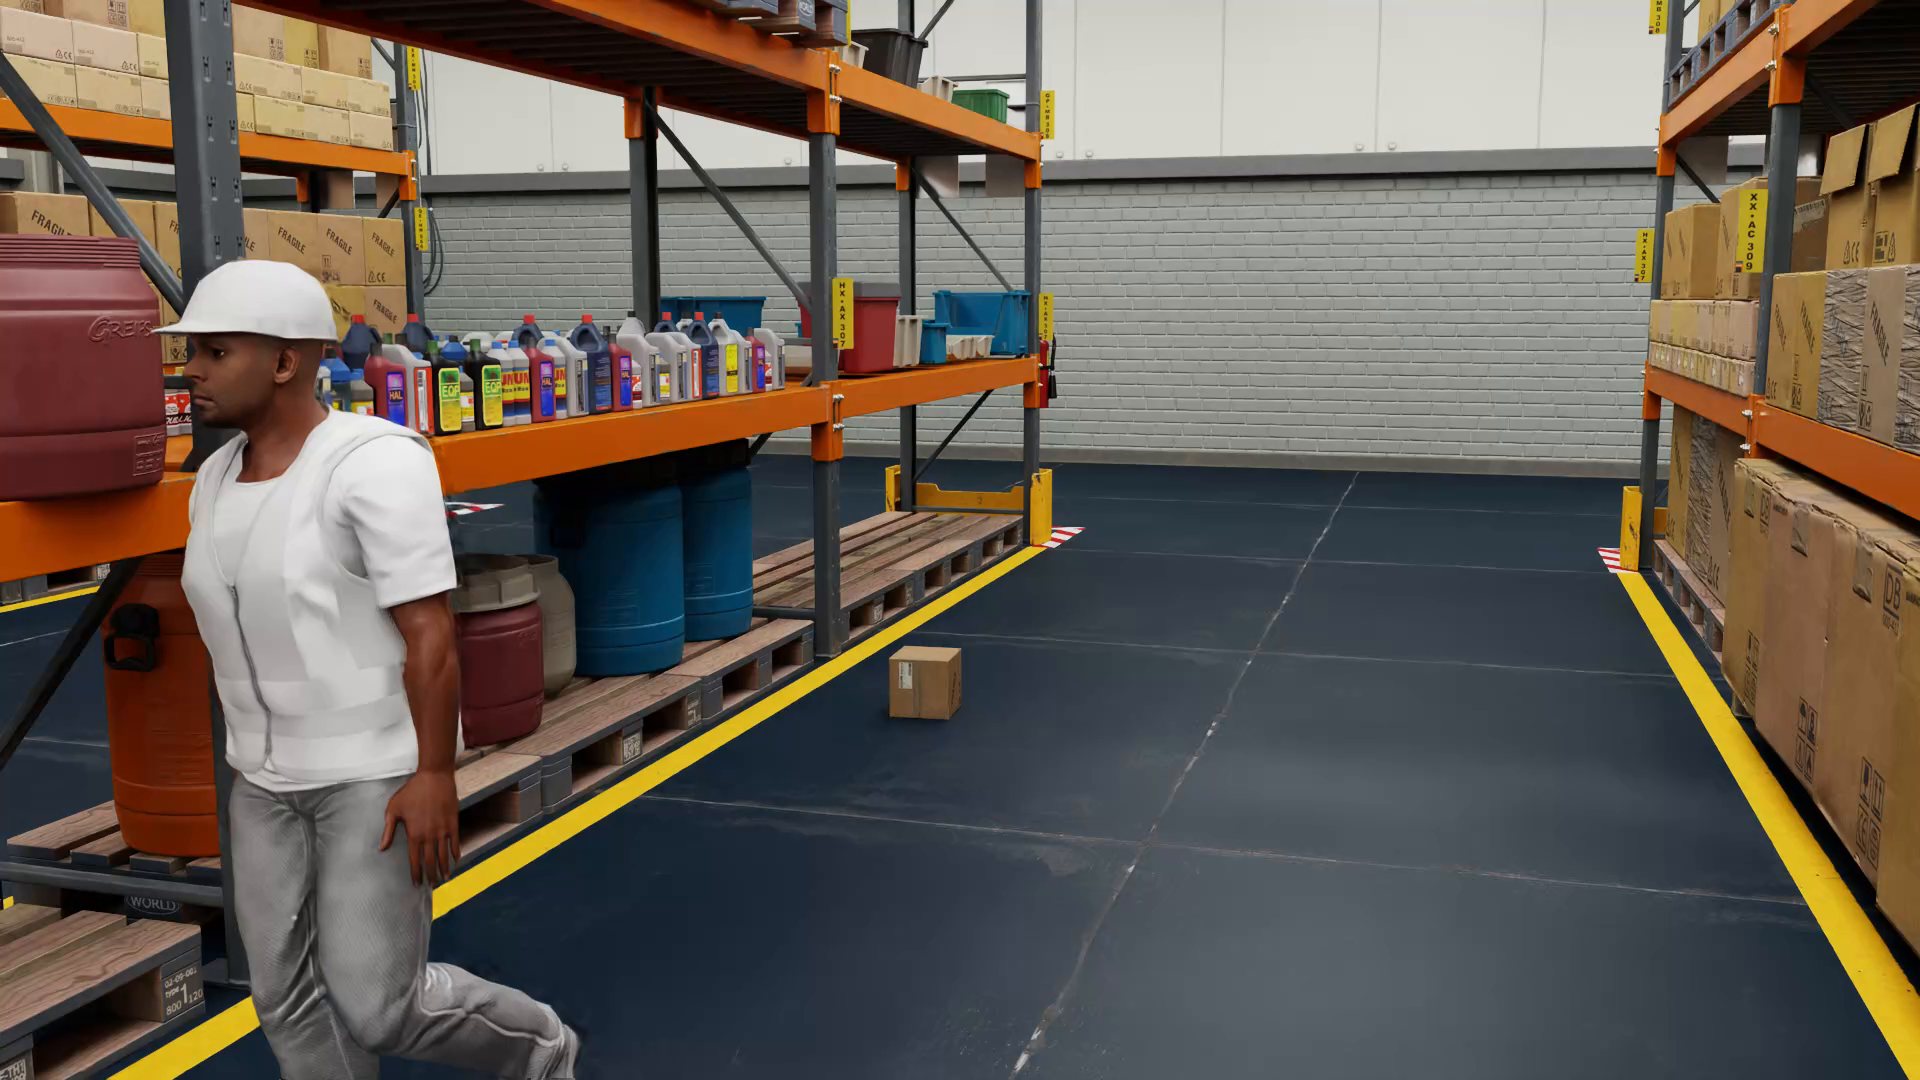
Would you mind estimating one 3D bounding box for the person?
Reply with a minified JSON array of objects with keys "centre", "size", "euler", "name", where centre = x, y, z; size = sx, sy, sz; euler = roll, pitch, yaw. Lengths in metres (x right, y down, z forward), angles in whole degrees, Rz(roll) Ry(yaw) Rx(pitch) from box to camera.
[{"centre":[-1.065,0.392,2.978],"size":[0.599,1.758,0.640],"euler":[5,9,29],"name":"person"}]
